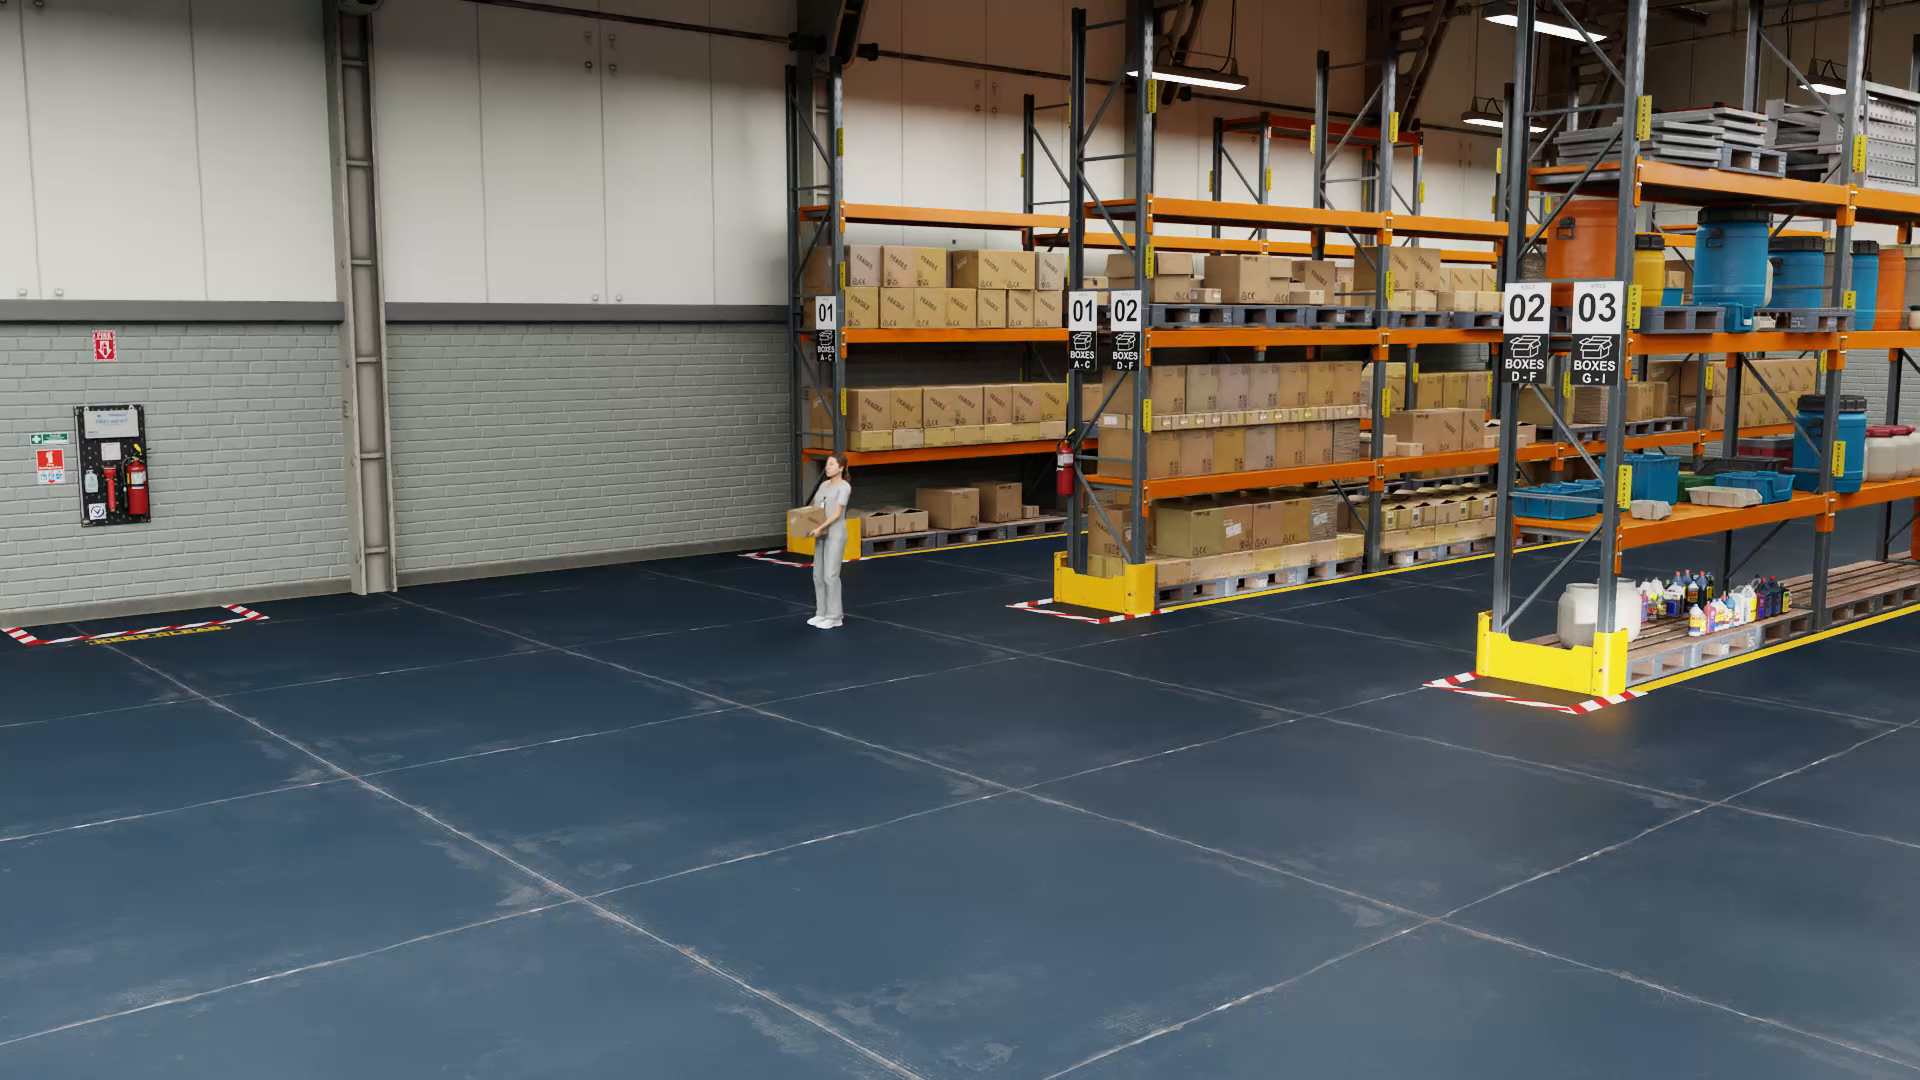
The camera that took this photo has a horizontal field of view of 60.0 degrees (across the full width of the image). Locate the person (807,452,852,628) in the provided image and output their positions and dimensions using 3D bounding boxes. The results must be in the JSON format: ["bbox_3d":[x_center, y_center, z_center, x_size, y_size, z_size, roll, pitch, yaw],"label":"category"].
[{"bbox_3d":[-1.280,0.000,15.840,0.554,1.662,0.436,-6,10,-40],"label":"person"}]
